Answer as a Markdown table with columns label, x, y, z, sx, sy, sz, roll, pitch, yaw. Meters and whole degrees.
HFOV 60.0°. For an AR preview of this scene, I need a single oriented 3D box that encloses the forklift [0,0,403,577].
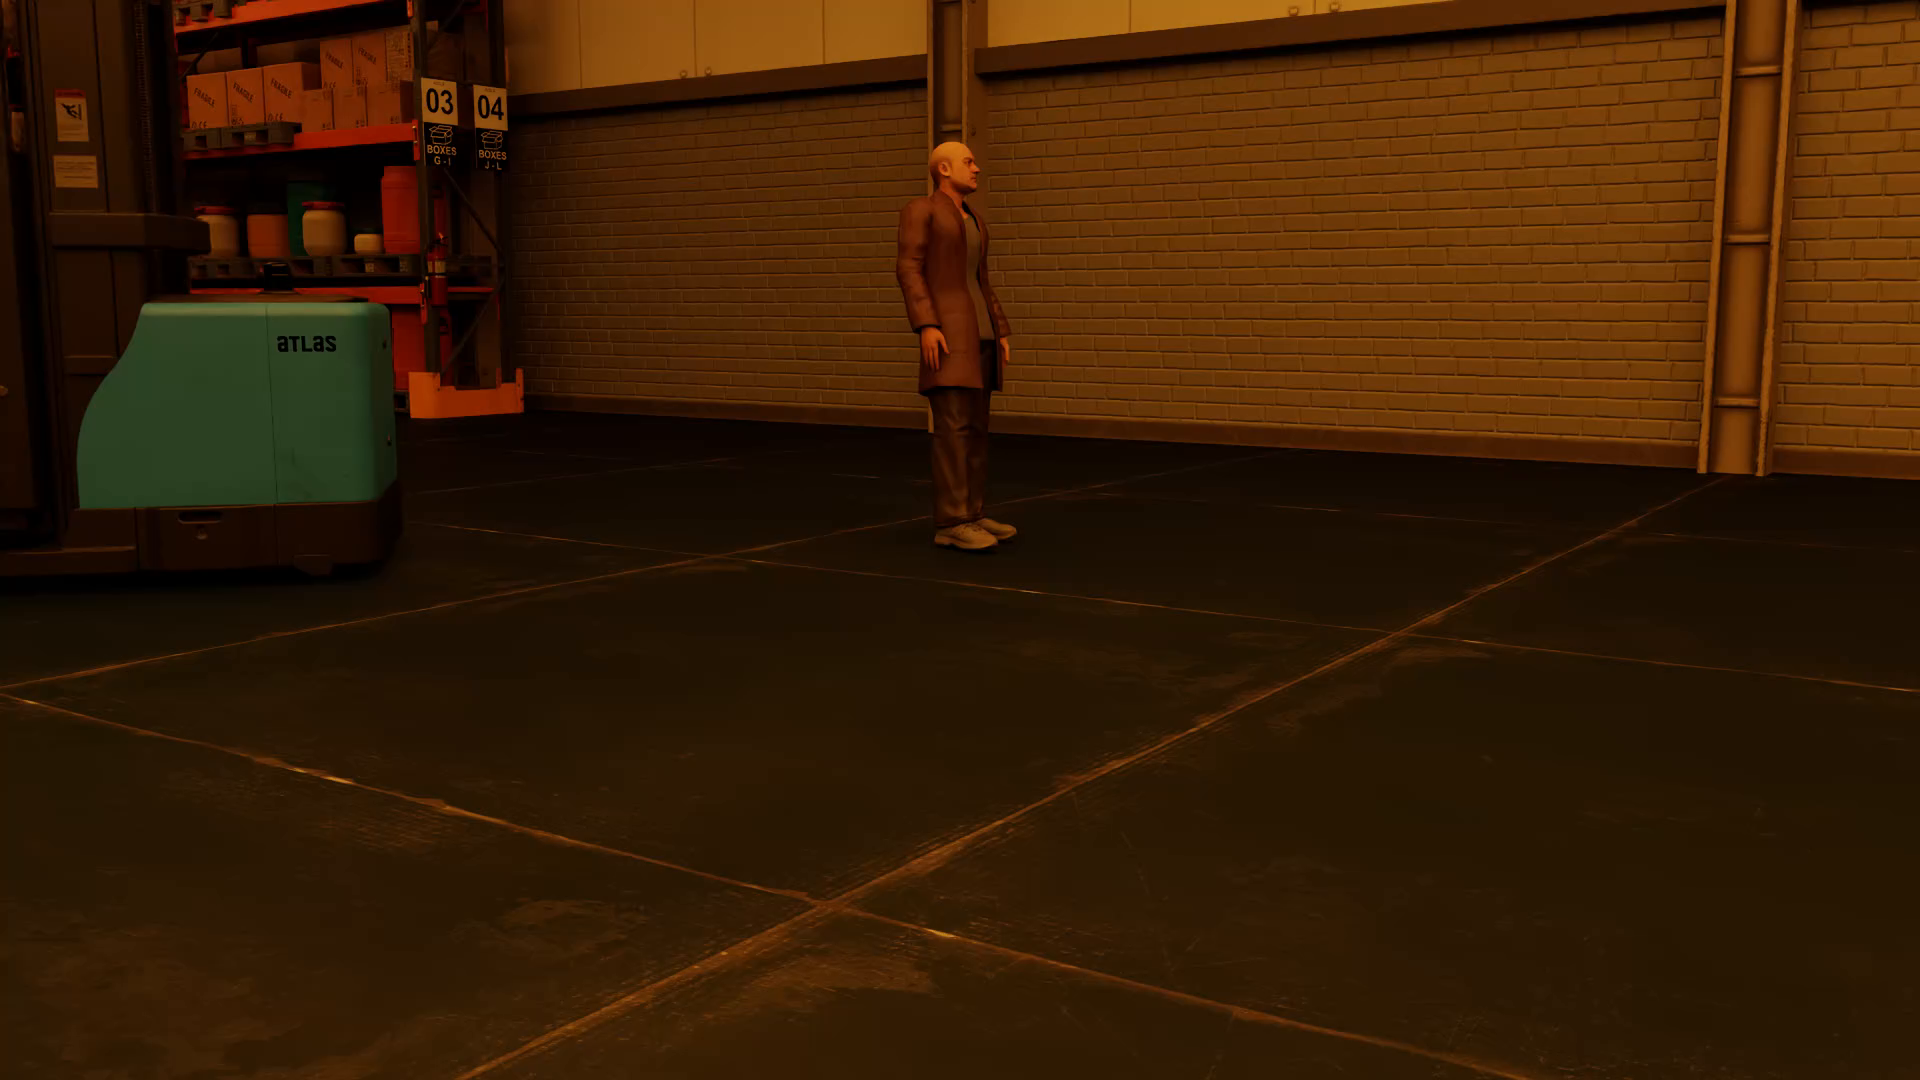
| label | x | y | z | sx | sy | sz | roll | pitch | yaw |
| --- | --- | --- | --- | --- | --- | --- | --- | --- | --- |
| forklift | -3.847 | -1.314 | 6.431 | 3.031 | 2.935 | 1.130 | -2 | 8 | -13 |

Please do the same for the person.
| label | x | y | z | sx | sy | sz | roll | pitch | yaw |
| --- | --- | --- | --- | --- | --- | --- | --- | --- | --- |
| person | 0.074 | -0.879 | 7.423 | 0.579 | 1.777 | 0.696 | 5 | 10 | 34 |
